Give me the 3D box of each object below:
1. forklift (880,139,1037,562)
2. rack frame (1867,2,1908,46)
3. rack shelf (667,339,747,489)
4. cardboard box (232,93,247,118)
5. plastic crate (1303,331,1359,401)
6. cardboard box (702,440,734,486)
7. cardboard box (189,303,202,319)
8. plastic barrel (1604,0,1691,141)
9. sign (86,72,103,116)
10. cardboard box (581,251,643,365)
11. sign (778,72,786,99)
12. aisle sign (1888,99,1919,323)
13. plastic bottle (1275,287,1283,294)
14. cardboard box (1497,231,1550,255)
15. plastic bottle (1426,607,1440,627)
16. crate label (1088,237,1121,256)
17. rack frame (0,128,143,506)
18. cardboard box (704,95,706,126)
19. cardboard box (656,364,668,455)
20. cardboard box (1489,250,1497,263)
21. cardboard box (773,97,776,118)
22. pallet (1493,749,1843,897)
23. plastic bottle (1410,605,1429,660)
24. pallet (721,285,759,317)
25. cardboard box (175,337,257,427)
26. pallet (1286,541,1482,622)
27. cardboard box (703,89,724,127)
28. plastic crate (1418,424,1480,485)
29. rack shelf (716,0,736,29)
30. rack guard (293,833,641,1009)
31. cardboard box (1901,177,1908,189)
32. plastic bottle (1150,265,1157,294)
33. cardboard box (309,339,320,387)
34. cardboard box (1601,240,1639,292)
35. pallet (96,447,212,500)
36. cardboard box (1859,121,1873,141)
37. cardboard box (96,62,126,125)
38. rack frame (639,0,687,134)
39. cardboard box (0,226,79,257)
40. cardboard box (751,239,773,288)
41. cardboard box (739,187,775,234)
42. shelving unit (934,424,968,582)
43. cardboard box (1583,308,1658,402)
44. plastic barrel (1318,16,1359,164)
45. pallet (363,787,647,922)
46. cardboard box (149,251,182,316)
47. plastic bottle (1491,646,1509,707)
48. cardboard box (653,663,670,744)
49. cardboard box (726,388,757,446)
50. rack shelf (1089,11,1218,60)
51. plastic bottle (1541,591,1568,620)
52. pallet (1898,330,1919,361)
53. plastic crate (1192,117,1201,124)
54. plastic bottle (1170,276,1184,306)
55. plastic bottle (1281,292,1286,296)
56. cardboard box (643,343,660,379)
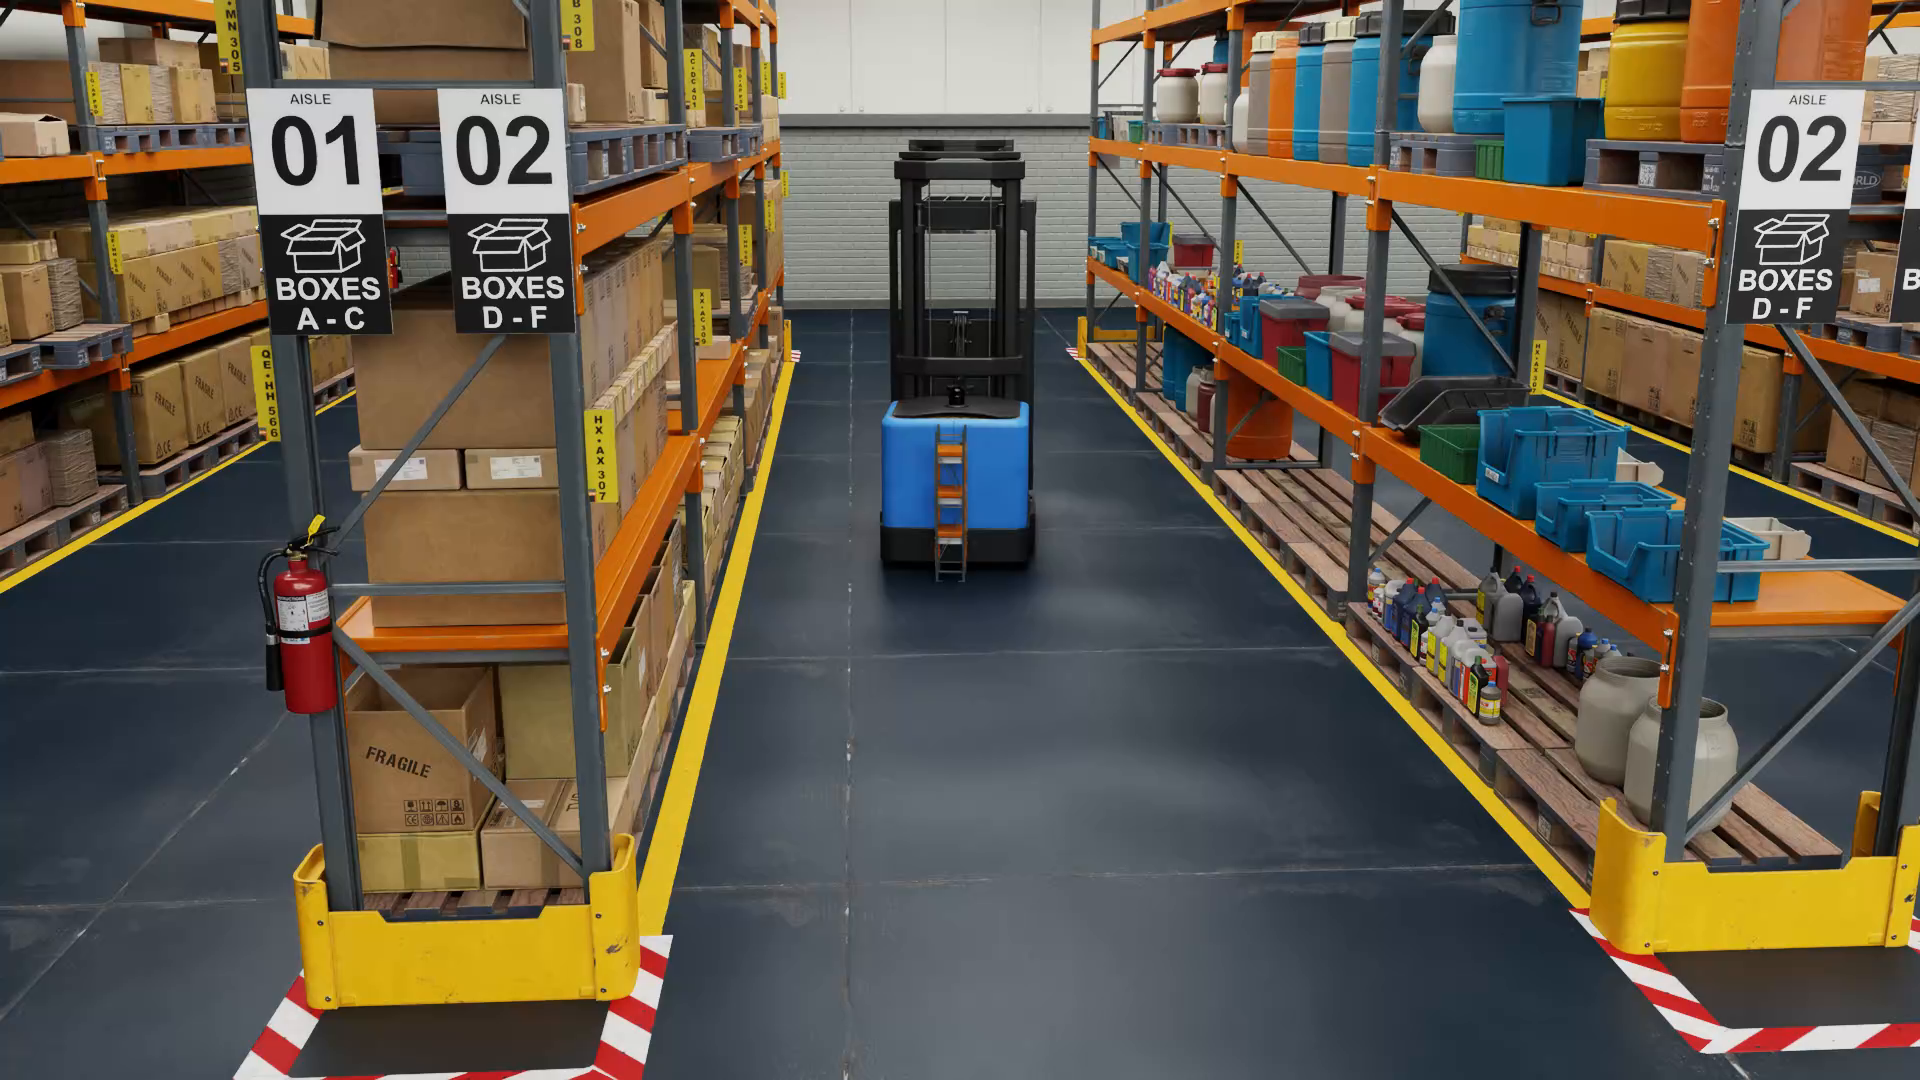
[{"bbox_3d":[0.030,-1.574,12.763,1.130,2.935,3.031,1,14,3],"label":"forklift"},{"bbox_3d":[7.601,-4.870,13.397,1.000,3.000,0.127,-1,14,-3],"label":"rack frame"},{"bbox_3d":[-2.163,-0.967,11.710,1.077,0.370,4.000,-1,14,-3],"label":"rack shelf"},{"bbox_3d":[-7.258,-4.538,17.383,0.500,0.250,0.500,-1,14,-4],"label":"cardboard box"},{"bbox_3d":[2.526,-1.156,11.030,0.392,0.384,0.575,-1,14,-3],"label":"plastic crate"},{"bbox_3d":[-1.941,-0.575,12.292,0.500,0.311,0.500,-1,14,-4],"label":"cardboard box"},{"bbox_3d":[-7.126,-2.090,15.095,0.380,0.149,0.250,-1,14,-3],"label":"cardboard box"},{"bbox_3d":[2.955,-1.928,6.759,0.600,0.588,0.600,0,14,0],"label":"plastic barrel"},{"bbox_3d":[-6.689,-3.447,12.845,0.100,0.325,0.005,-1,14,-3],"label":"sign"},{"bbox_3d":[-1.942,-1.135,8.112,0.700,0.500,0.500,-1,14,-3],"label":"cardboard box"},{"bbox_3d":[-2.227,-5.688,20.816,0.100,0.325,0.005,-1,14,-3],"label":"sign"},{"bbox_3d":[3.450,-1.145,5.738,0.394,0.787,0.004,-1,14,-3],"label":"aisle sign"},{"bbox_3d":[2.922,-2.174,15.214,0.097,0.271,0.097,0,14,0],"label":"plastic bottle"},{"bbox_3d":[6.932,-3.648,20.390,0.500,0.250,0.500,-1,14,-5],"label":"cardboard box"},{"bbox_3d":[2.599,0.505,9.138,0.097,0.271,0.097,0,14,0],"label":"plastic bottle"},{"bbox_3d":[1.848,-3.760,21.335,0.416,0.233,0.303,-1,14,-3],"label":"crate label"},{"bbox_3d":[-7.231,-1.736,13.253,1.000,3.000,0.127,-1,14,-3],"label":"rack frame"},{"bbox_3d":[-2.203,-3.285,12.711,0.500,0.250,0.500,-2,15,-8],"label":"cardboard box"},{"bbox_3d":[-2.005,-0.756,9.246,0.700,0.500,0.500,-1,14,-5],"label":"cardboard box"},{"bbox_3d":[6.849,-3.547,20.798,0.380,0.149,0.250,-1,14,-4],"label":"cardboard box"},{"bbox_3d":[-2.465,-5.177,19.904,0.500,0.250,0.500,-1,14,-3],"label":"cardboard box"},{"bbox_3d":[3.056,1.231,7.318,1.003,0.211,1.213,-1,14,-3],"label":"pallet"},{"bbox_3d":[2.521,0.504,9.115,0.061,0.283,0.133,0,14,-1],"label":"plastic bottle"},{"bbox_3d":[-2.412,-2.204,15.457,1.003,0.211,1.213,-1,14,-3],"label":"pallet"},{"bbox_3d":[-7.251,-1.512,15.855,0.750,0.750,0.750,0,14,-2],"label":"cardboard box"},{"bbox_3d":[2.818,0.262,11.085,1.003,0.211,1.213,-1,14,-3],"label":"pallet"},{"bbox_3d":[-2.347,-3.422,13.587,0.910,0.500,0.500,-1,14,-3],"label":"cardboard box"},{"bbox_3d":[2.707,-0.449,8.678,0.450,0.188,0.662,-1,14,-3],"label":"plastic crate"},{"bbox_3d":[-2.163,-3.679,11.012,1.077,0.370,4.000,-1,14,-3],"label":"rack shelf"},{"bbox_3d":[-1.790,1.393,6.109,1.175,0.500,0.348,-1,14,-3],"label":"rack guard"},{"bbox_3d":[11.872,-4.312,20.461,0.500,0.500,0.500,-1,14,-5],"label":"cardboard box"},{"bbox_3d":[2.015,-2.696,17.219,0.061,0.283,0.133,-1,14,-3],"label":"plastic bottle"},{"bbox_3d":[-7.423,-1.911,18.107,0.700,0.500,0.500,-1,14,-3],"label":"cardboard box"},{"bbox_3d":[7.132,-2.890,17.538,0.500,0.500,0.500,-1,14,-3],"label":"cardboard box"},{"bbox_3d":[-7.204,-0.582,14.367,1.003,0.211,1.213,-1,14,-3],"label":"pallet"},{"bbox_3d":[7.376,-3.224,13.319,0.500,0.250,0.500,-1,14,-2],"label":"cardboard box"},{"bbox_3d":[-7.403,-3.701,13.786,0.700,0.500,0.500,-2,15,-7],"label":"cardboard box"},{"bbox_3d":[-2.039,-3.724,8.939,1.000,3.000,0.127,-1,14,-3],"label":"rack frame"},{"bbox_3d":[-7.518,-2.410,13.530,0.500,0.250,0.500,0,14,-2],"label":"cardboard box"},{"bbox_3d":[-2.294,-2.987,17.916,0.500,0.500,0.500,-1,14,-2],"label":"cardboard box"},{"bbox_3d":[-2.347,-3.718,18.751,0.500,0.500,0.500,-1,14,-5],"label":"cardboard box"},{"bbox_3d":[-0.061,-0.253,11.402,0.215,1.050,0.252,1,14,3],"label":"shelving unit"},{"bbox_3d":[7.412,-1.975,17.606,1.225,0.875,0.875,-1,14,-3],"label":"cardboard box"},{"bbox_3d":[2.616,-2.875,10.655,0.600,0.901,0.600,0,14,0],"label":"plastic barrel"},{"bbox_3d":[-1.880,1.337,6.905,1.003,0.211,1.213,-1,14,-3],"label":"pallet"},{"bbox_3d":[-7.029,-2.193,14.192,0.500,0.500,0.500,0,14,-2],"label":"cardboard box"},{"bbox_3d":[2.720,0.689,8.399,0.061,0.283,0.133,-1,14,-3],"label":"plastic bottle"},{"bbox_3d":[-1.694,0.795,8.093,0.500,0.250,0.500,-1,14,-3],"label":"cardboard box"},{"bbox_3d":[-2.068,-1.063,14.773,0.500,0.500,0.500,-1,14,-5],"label":"cardboard box"},{"bbox_3d":[2.286,-5.744,19.038,1.077,0.370,4.000,-1,14,-3],"label":"rack shelf"},{"bbox_3d":[3.265,0.460,9.153,0.144,0.351,0.185,-1,14,-4],"label":"plastic bottle"},{"bbox_3d":[7.764,-1.381,12.257,1.003,0.211,1.213,-1,14,-3],"label":"pallet"},{"bbox_3d":[2.606,-4.586,18.573,0.497,0.269,0.590,-1,14,-3],"label":"plastic crate"},{"bbox_3d":[2.130,-2.414,16.139,0.152,0.276,0.135,-1,14,-3],"label":"plastic bottle"},{"bbox_3d":[2.884,-2.082,14.858,0.097,0.271,0.097,0,14,0],"label":"plastic bottle"},{"bbox_3d":[-1.759,-0.925,8.598,0.380,0.149,0.250,-1,14,-4],"label":"cardboard box"}]
